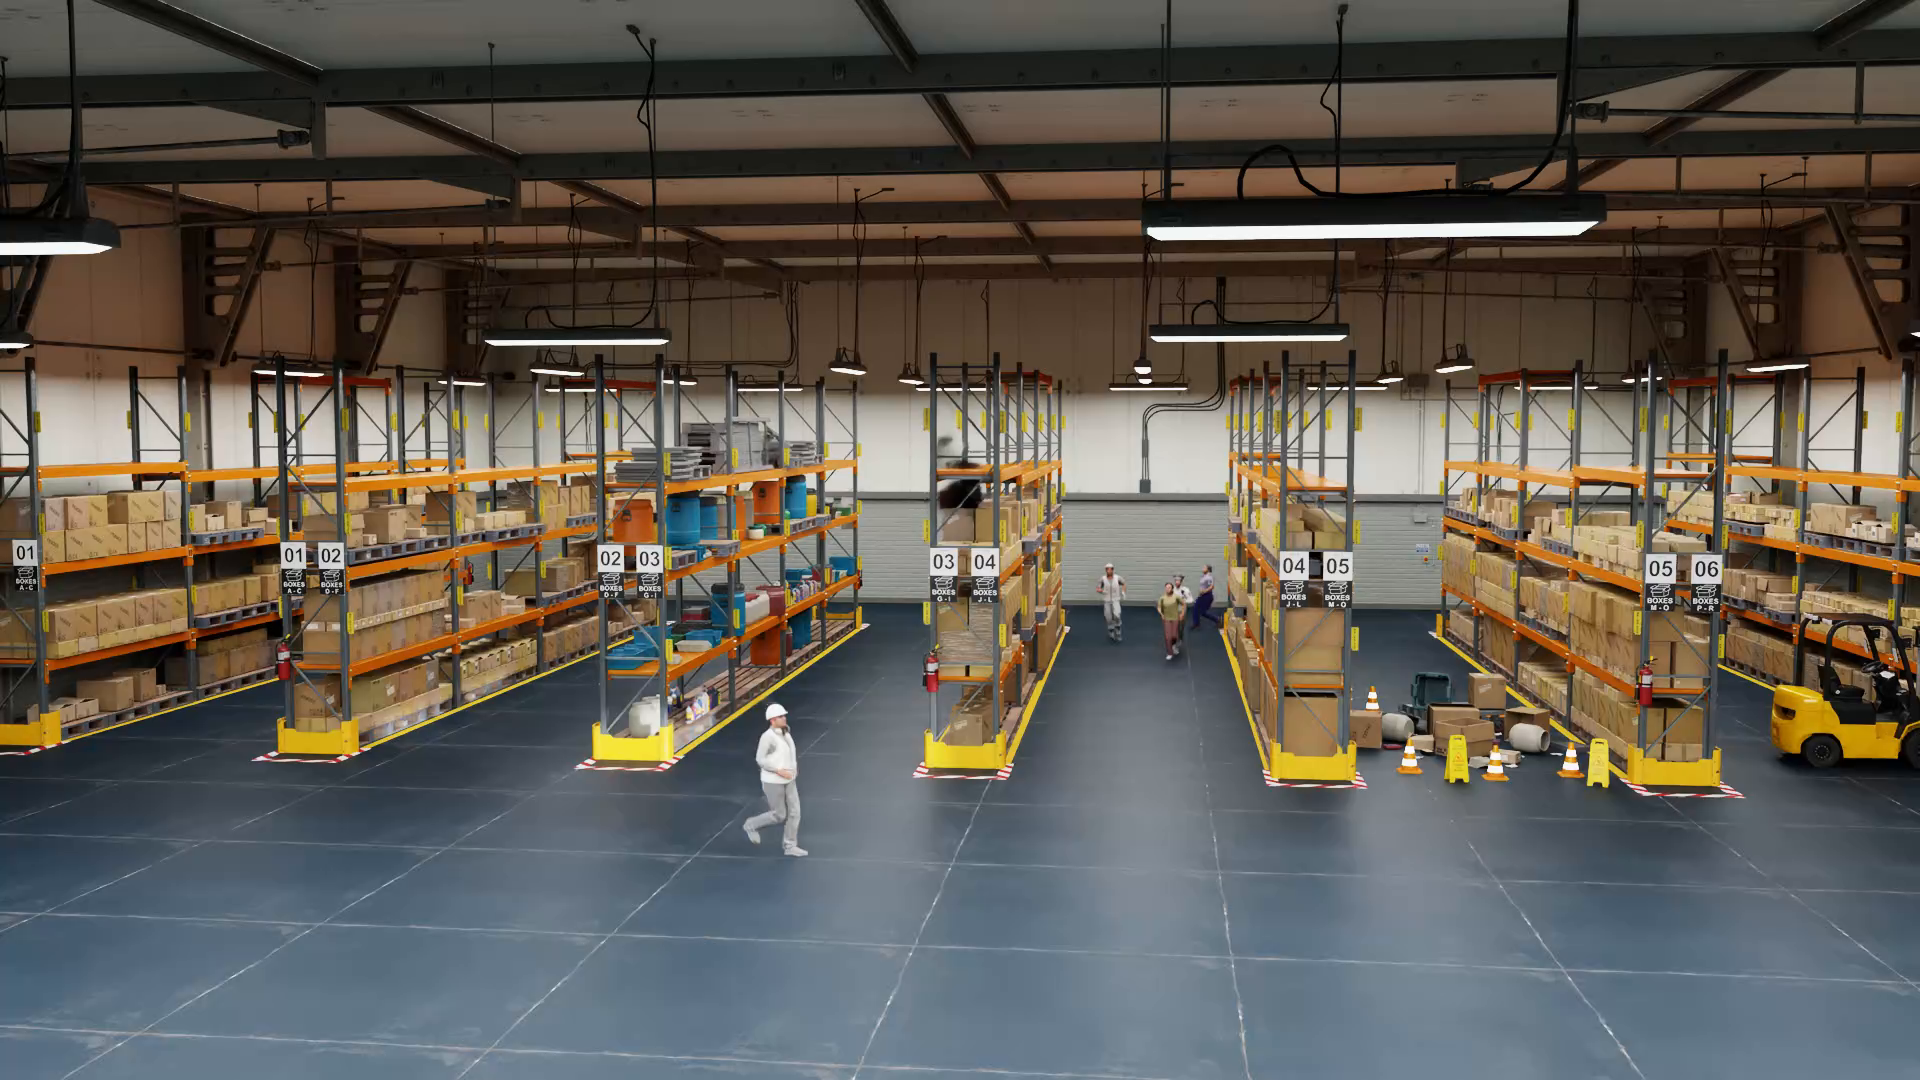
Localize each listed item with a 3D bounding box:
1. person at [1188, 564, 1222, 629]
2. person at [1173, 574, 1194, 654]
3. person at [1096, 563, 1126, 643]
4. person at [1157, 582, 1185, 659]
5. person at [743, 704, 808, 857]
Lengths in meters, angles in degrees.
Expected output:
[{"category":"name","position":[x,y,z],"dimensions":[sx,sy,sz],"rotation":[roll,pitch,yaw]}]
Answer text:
[{"category":"person","position":[5.935,1.382,40.203],"dimensions":[0.752,1.612,0.647],"rotation":[0,4,-5]},{"category":"person","position":[4.797,1.591,36.293],"dimensions":[0.597,1.721,0.868],"rotation":[1,4,12]},{"category":"person","position":[3.444,1.429,37.958],"dimensions":[0.669,1.794,0.689],"rotation":[0,4,7]},{"category":"person","position":[4.464,1.716,35.216],"dimensions":[0.590,1.612,0.619],"rotation":[1,4,15]},{"category":"person","position":[-2.114,2.763,19.205],"dimensions":[0.820,1.744,0.670],"rotation":[2,5,26]}]
